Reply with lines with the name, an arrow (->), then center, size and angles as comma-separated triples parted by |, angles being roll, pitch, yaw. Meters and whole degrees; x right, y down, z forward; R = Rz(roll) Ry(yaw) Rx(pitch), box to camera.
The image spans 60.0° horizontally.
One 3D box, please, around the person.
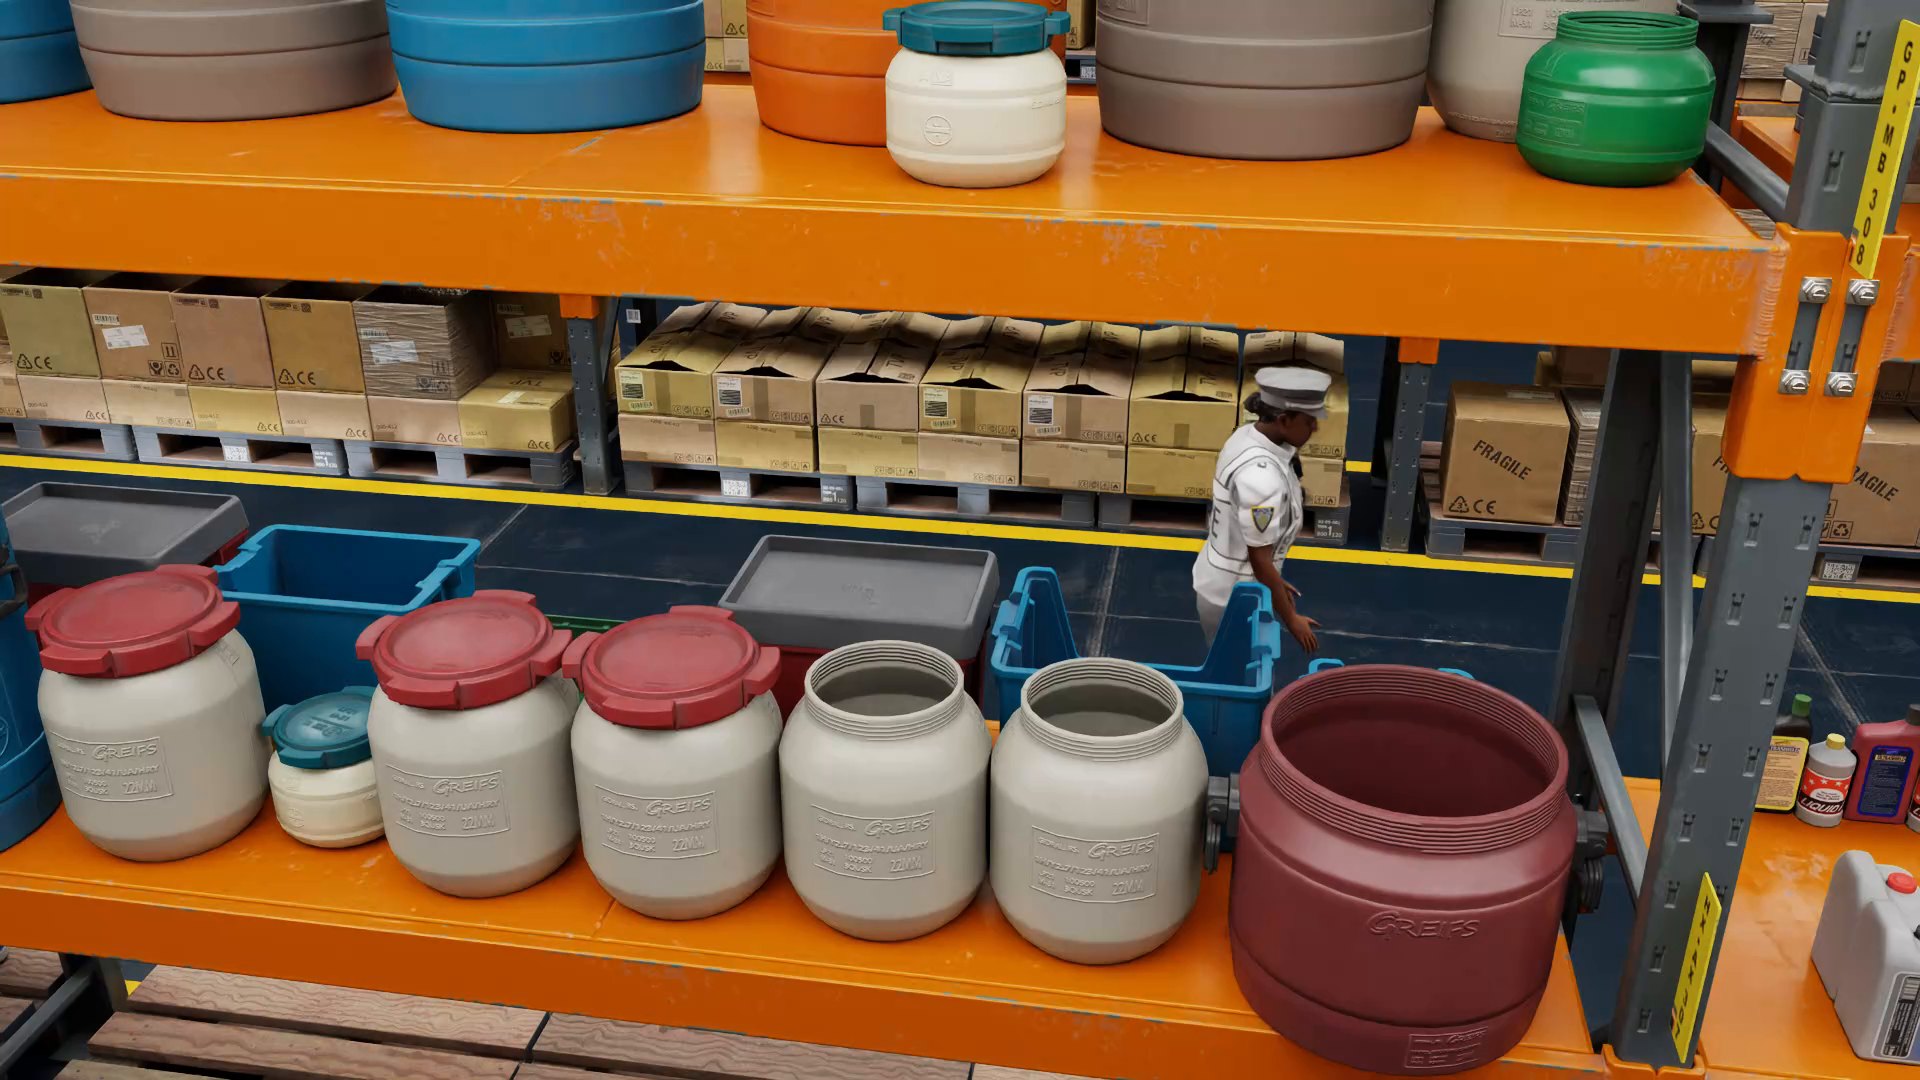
person -> 0.998, 0.228, 5.637 | 0.433, 1.683, 0.508 | 4, 25, 8
